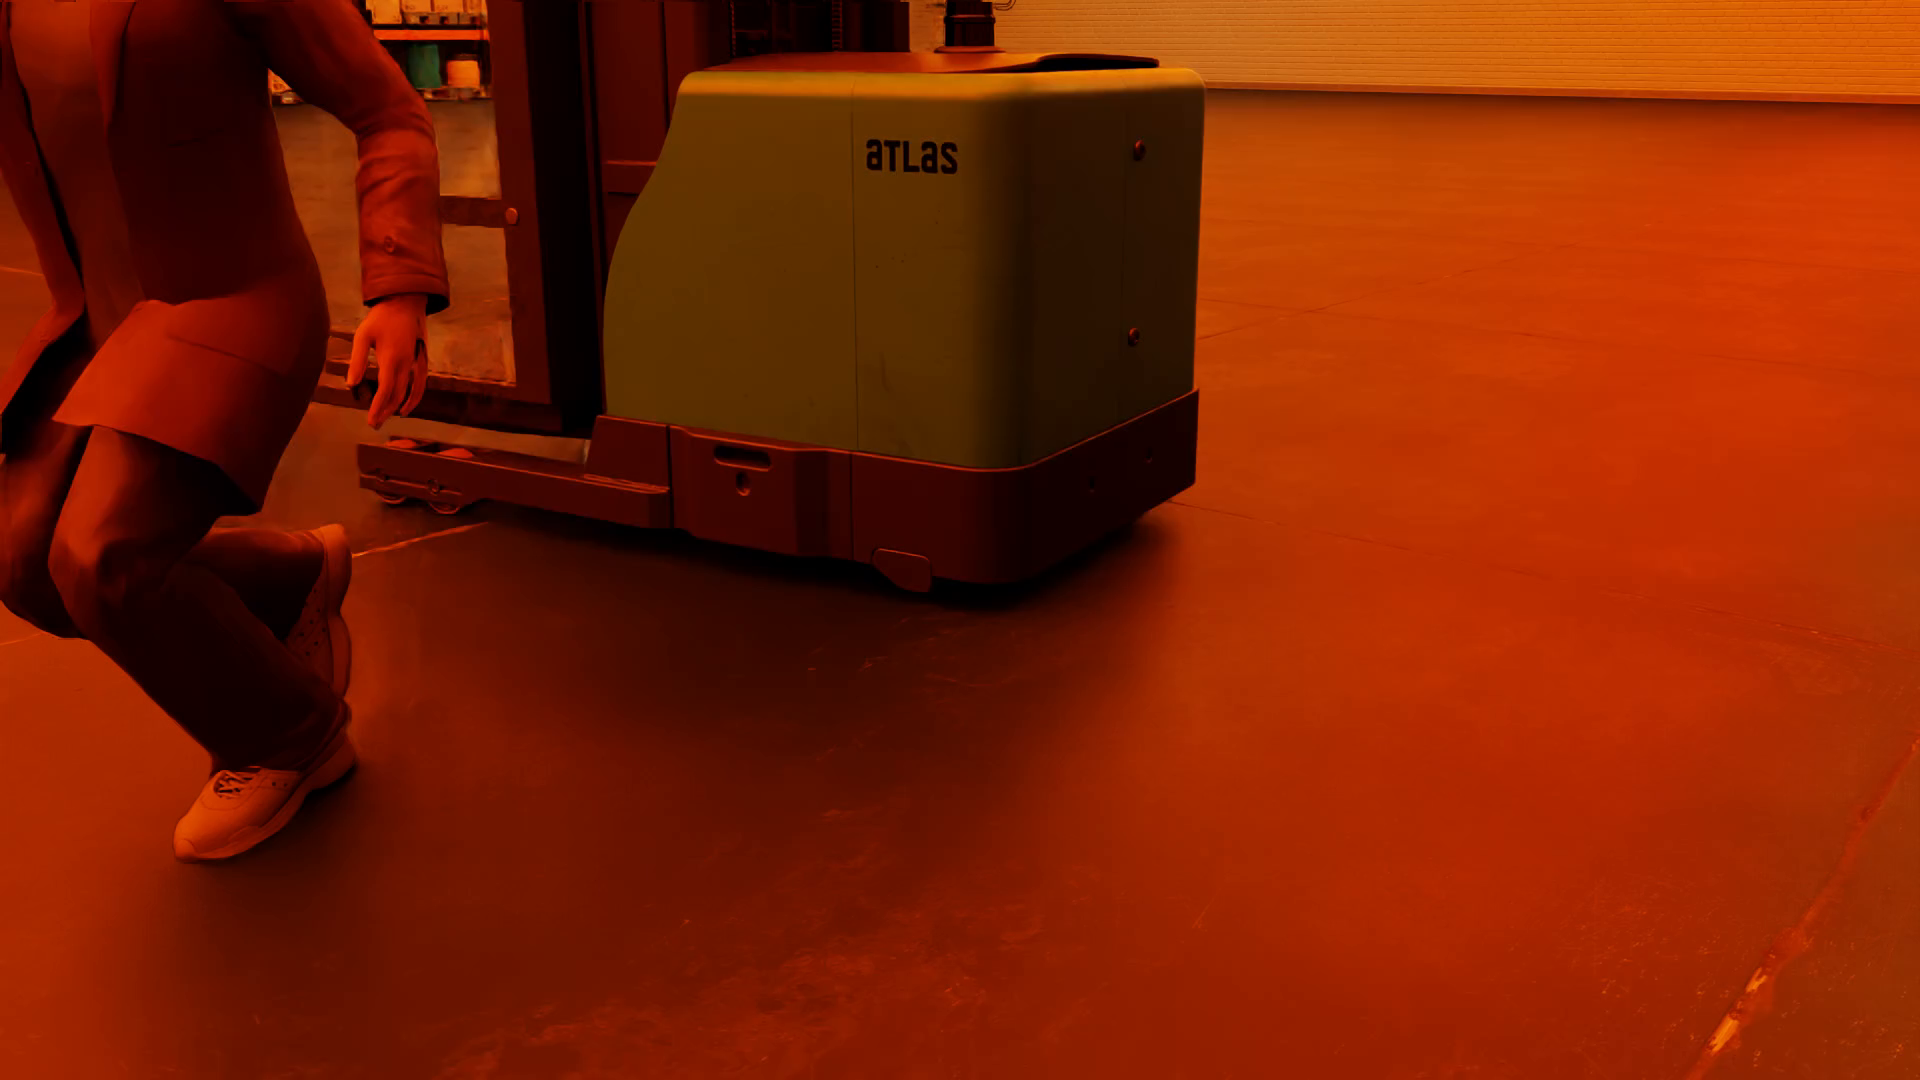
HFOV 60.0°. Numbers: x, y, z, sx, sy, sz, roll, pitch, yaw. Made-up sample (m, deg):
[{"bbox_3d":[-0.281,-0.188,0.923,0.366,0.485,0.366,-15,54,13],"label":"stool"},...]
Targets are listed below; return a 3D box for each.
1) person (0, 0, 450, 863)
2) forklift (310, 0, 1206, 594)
[{"bbox_3d":[-1.137,-0.346,2.453,0.877,1.573,0.676,5,18,16],"label":"person"},{"bbox_3d":[-0.941,-1.586,4.120,3.031,2.935,1.130,10,19,29],"label":"forklift"}]
